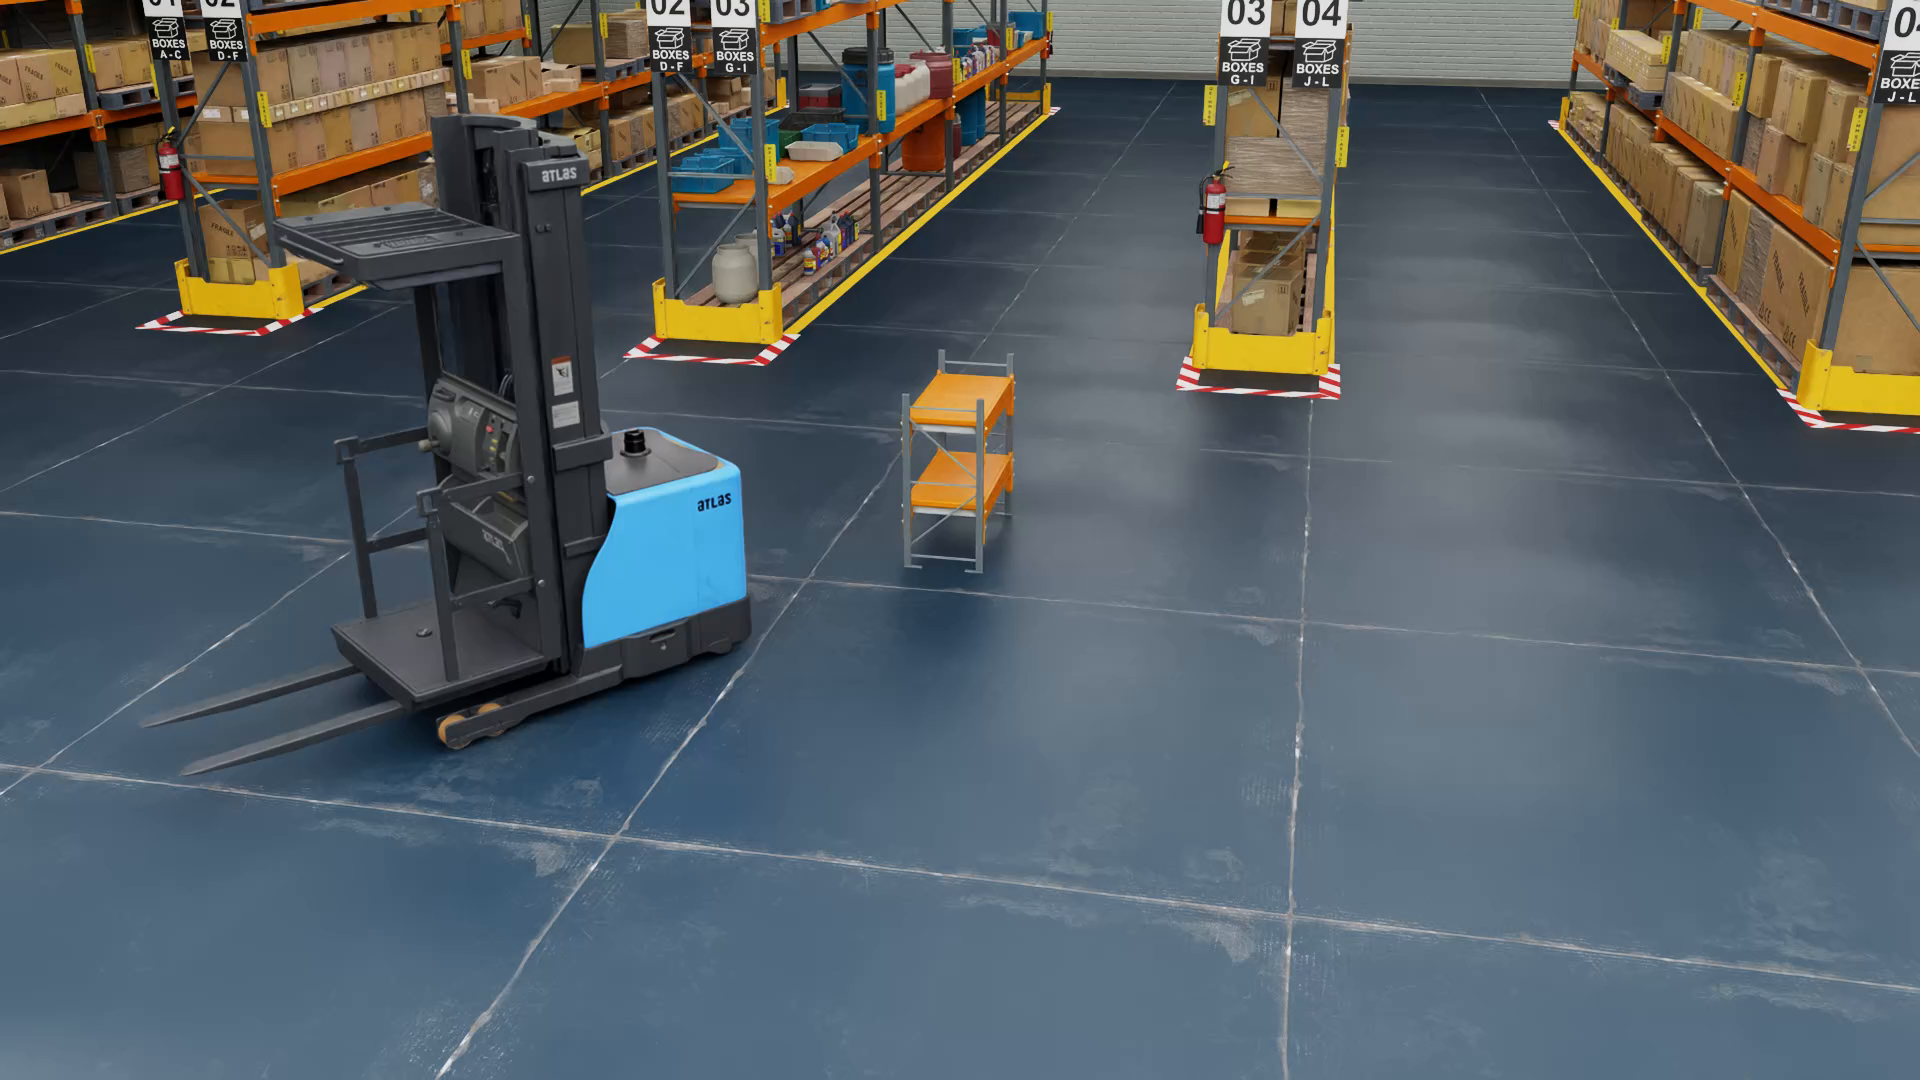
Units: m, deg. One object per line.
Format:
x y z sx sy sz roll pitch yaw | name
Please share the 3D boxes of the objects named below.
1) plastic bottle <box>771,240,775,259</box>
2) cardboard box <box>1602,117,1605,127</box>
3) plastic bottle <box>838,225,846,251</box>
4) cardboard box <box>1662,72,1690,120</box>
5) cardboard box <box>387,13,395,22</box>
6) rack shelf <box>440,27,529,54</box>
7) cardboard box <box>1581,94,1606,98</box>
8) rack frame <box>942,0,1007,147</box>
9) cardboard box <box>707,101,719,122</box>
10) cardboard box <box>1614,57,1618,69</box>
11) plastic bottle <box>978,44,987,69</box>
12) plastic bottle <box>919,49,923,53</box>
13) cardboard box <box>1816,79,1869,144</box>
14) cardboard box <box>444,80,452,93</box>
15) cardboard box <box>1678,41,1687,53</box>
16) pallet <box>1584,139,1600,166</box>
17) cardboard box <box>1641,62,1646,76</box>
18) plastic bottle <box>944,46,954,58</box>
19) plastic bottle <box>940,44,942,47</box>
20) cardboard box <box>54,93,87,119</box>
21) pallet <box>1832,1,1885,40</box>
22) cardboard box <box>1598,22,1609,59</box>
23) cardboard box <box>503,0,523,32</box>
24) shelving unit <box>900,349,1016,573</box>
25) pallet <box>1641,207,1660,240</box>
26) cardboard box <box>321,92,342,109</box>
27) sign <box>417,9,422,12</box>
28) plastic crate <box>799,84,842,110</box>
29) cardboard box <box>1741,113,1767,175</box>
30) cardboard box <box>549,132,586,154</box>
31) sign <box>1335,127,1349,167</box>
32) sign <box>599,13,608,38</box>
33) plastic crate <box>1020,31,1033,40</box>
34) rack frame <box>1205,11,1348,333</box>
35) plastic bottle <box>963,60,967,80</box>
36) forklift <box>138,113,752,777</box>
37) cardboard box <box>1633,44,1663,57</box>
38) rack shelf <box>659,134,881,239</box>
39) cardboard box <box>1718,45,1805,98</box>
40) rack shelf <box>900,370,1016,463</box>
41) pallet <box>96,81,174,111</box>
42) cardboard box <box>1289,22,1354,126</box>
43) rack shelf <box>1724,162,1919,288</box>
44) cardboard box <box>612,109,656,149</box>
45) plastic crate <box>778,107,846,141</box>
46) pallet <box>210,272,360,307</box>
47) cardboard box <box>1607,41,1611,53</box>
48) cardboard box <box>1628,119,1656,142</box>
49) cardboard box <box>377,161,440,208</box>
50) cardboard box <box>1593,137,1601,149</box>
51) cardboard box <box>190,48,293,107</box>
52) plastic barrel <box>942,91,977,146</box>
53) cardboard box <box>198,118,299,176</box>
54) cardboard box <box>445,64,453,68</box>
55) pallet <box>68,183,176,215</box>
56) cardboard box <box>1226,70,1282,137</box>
-2.015 -3.089 17.665 0.097 0.201 0.097 0 22 0 | plastic bottle
9.726 -6.164 24.600 0.380 0.149 0.250 5 22 12 | cardboard box
-1.289 -3.286 18.044 0.061 0.283 0.133 6 23 14 | plastic bottle
8.736 -5.305 19.877 0.500 0.500 0.500 5 22 12 | cardboard box
-9.416 -8.231 26.718 0.500 0.500 0.500 5 22 11 | cardboard box
-9.066 -8.811 29.678 1.077 0.370 4.000 4 22 11 | rack shelf
10.347 -7.201 27.175 0.380 0.149 0.250 5 22 12 | cardboard box
0.225 -7.658 25.853 1.000 3.000 0.127 4 22 11 | rack frame
-4.326 -7.131 27.554 0.500 0.311 0.500 4 22 11 | cardboard box
9.220 -6.550 22.876 0.380 0.149 0.250 5 22 11 | cardboard box
0.320 -7.206 24.797 0.144 0.351 0.185 4 22 11 | plastic bottle
-0.555 -6.942 24.141 0.144 0.351 0.185 4 22 11 | plastic bottle
7.843 -3.582 14.087 0.875 0.550 0.550 4 22 11 | cardboard box
-9.221 -7.714 28.776 0.700 0.500 0.500 5 22 12 | cardboard box
9.697 -6.483 21.912 0.380 0.149 0.250 4 22 10 | cardboard box
10.011 -5.820 25.022 1.003 0.211 1.213 4 22 11 | pallet
8.800 -5.932 20.943 0.380 0.149 0.250 5 23 13 | cardboard box
-0.173 -7.516 25.567 0.144 0.351 0.185 4 22 11 | plastic bottle
-0.295 -7.453 25.501 0.061 0.283 0.133 4 22 11 | plastic bottle
-10.906 -5.231 20.000 0.500 0.250 0.500 5 22 11 | cardboard box
7.601 -4.099 13.119 1.003 0.211 1.213 4 22 11 | pallet
9.838 -7.438 24.774 0.500 0.500 0.500 4 22 9 | cardboard box
-8.752 -9.828 30.839 0.980 0.700 0.700 5 23 13 | cardboard box
0.001 -0.524 10.650 0.538 1.125 1.048 4 22 11 | shelving unit
8.858 -3.826 20.072 1.003 0.211 1.213 4 22 11 | pallet
-6.572 -4.500 17.010 0.380 0.149 0.250 4 22 9 | cardboard box
-8.941 -8.876 27.433 0.100 0.325 0.005 4 22 11 | sign
-1.609 -4.962 19.074 0.402 0.464 0.583 4 22 11 | plastic crate
8.212 -3.873 16.255 0.875 0.550 0.550 4 22 11 | cardboard box
-5.405 -5.353 22.496 0.500 0.311 0.500 4 22 10 | cardboard box
3.156 -3.252 13.754 0.100 0.325 0.005 4 22 11 | sign
-4.896 -7.070 22.843 0.100 0.325 0.005 4 22 11 | sign
1.052 -8.714 28.748 0.396 0.136 0.243 4 22 11 | plastic crate
2.625 -2.892 14.018 1.000 3.000 0.127 4 22 11 | rack frame
0.052 -6.647 23.516 0.097 0.271 0.097 0 22 0 | plastic bottle
-2.618 -0.541 8.274 3.031 2.935 1.130 -18 28 -37 | forklift
8.956 -6.344 21.568 0.380 0.149 0.250 4 22 11 | cardboard box
-1.816 -3.667 16.906 1.077 0.370 4.000 4 22 11 | rack shelf
8.578 -5.005 17.793 0.700 0.500 0.500 5 22 11 | cardboard box
0.001 -0.796 10.540 0.538 0.278 1.000 4 22 11 | rack shelf
-10.808 -5.667 21.166 1.003 0.211 1.213 4 22 11 | pallet
3.740 -5.107 18.155 1.000 1.000 1.000 5 22 11 | cardboard box
7.868 -2.874 14.938 1.077 0.370 4.000 4 22 11 | rack shelf
-4.859 -6.138 24.836 0.500 0.500 0.500 4 22 10 | cardboard box
-1.639 -4.522 18.148 0.767 0.338 0.504 4 22 11 | plastic crate
-6.957 -2.638 17.120 1.003 0.211 1.213 4 22 11 | pallet
9.378 -6.972 23.527 0.380 0.149 0.250 5 22 12 | cardboard box
9.187 -5.426 22.091 0.500 0.250 0.500 5 22 12 | cardboard box
-6.250 -4.010 18.910 0.500 0.500 0.500 4 22 11 | cardboard box
9.655 -5.907 24.759 0.380 0.149 0.250 5 22 12 | cardboard box
-6.954 -4.485 16.105 0.700 0.500 0.500 5 22 11 | cardboard box
-0.048 -6.423 25.032 0.600 0.901 0.708 4 22 11 | plastic barrel
-6.965 -3.864 16.300 0.700 0.500 0.500 4 22 11 | cardboard box
-8.866 -8.317 29.405 0.380 0.149 0.250 4 22 9 | cardboard box
-10.949 -4.479 21.691 1.003 0.211 1.213 4 22 11 | pallet
2.495 -3.760 14.303 0.500 0.500 0.500 4 22 11 | cardboard box
